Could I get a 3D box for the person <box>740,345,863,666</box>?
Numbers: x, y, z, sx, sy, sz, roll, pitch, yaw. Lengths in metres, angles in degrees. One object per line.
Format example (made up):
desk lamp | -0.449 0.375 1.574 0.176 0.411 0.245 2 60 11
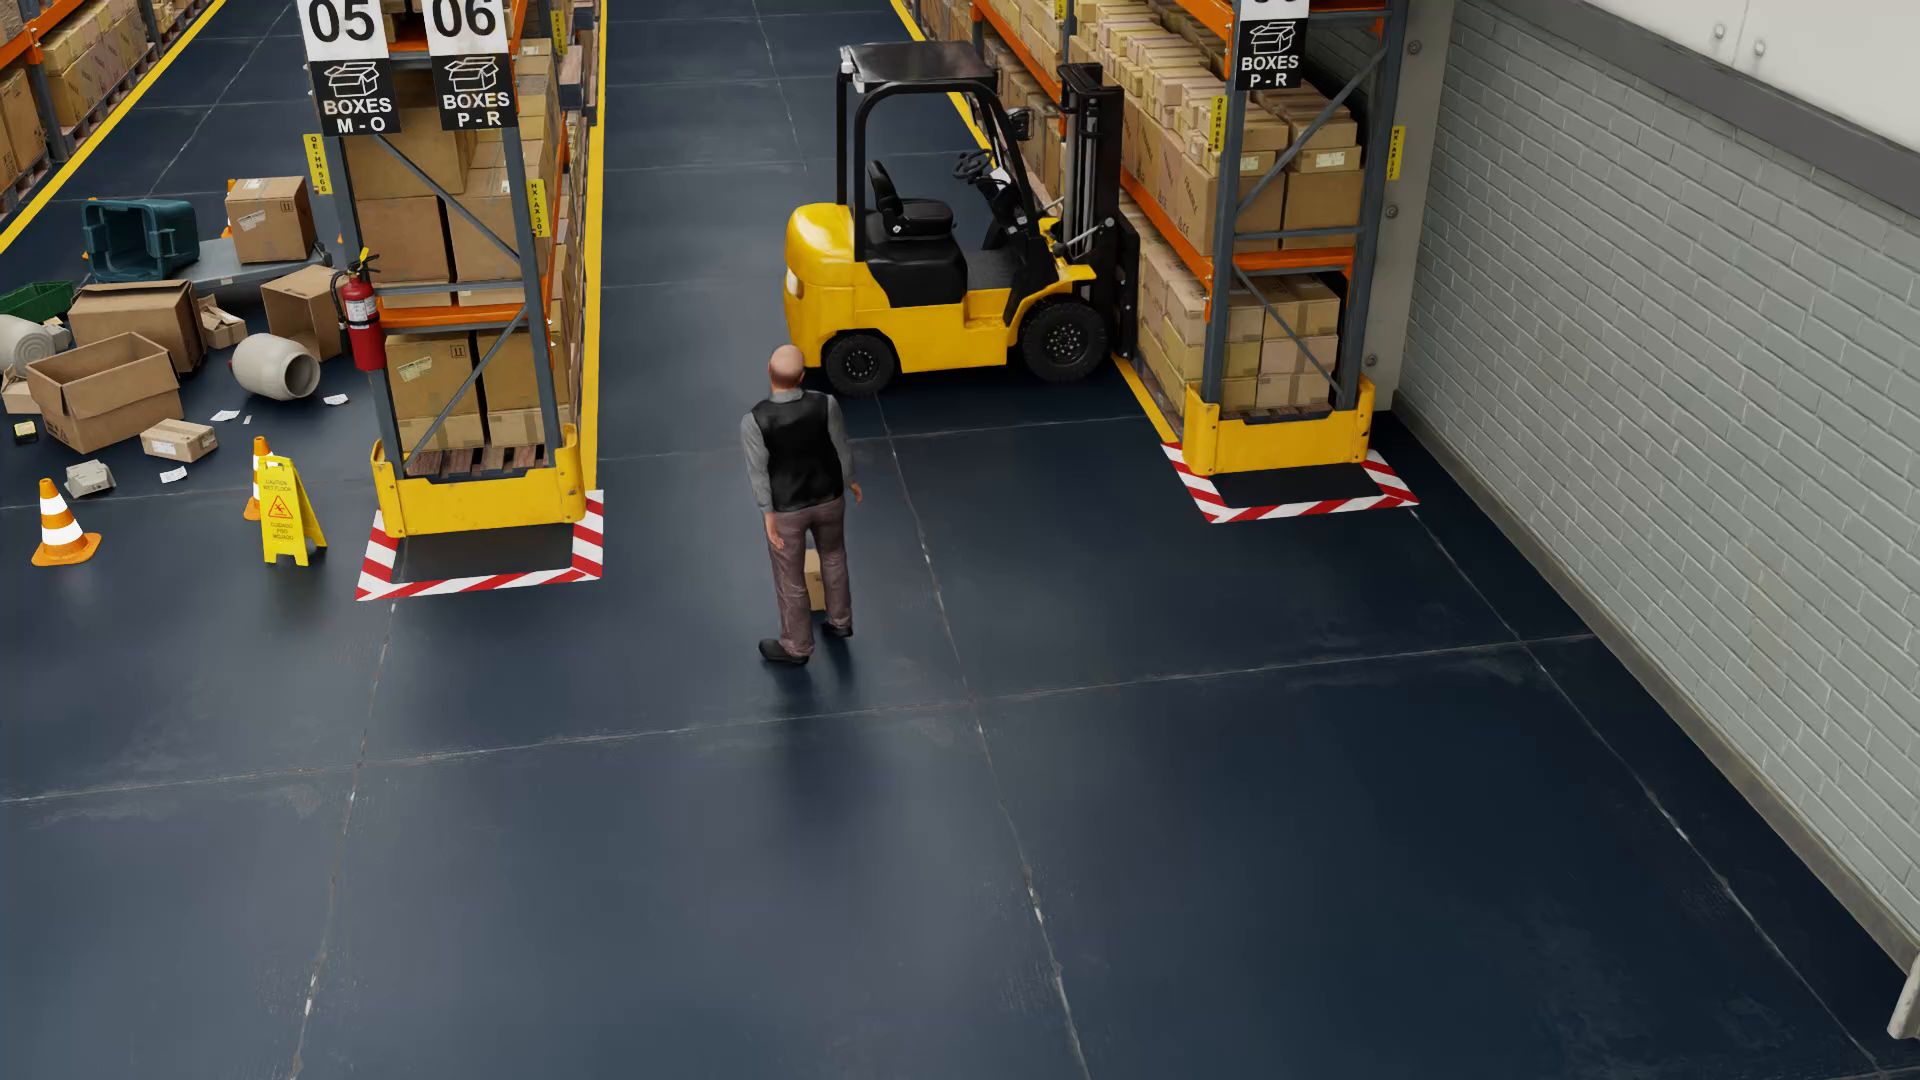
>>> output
person | -0.775 -0.178 8.435 0.638 1.751 0.381 -14 33 -23
